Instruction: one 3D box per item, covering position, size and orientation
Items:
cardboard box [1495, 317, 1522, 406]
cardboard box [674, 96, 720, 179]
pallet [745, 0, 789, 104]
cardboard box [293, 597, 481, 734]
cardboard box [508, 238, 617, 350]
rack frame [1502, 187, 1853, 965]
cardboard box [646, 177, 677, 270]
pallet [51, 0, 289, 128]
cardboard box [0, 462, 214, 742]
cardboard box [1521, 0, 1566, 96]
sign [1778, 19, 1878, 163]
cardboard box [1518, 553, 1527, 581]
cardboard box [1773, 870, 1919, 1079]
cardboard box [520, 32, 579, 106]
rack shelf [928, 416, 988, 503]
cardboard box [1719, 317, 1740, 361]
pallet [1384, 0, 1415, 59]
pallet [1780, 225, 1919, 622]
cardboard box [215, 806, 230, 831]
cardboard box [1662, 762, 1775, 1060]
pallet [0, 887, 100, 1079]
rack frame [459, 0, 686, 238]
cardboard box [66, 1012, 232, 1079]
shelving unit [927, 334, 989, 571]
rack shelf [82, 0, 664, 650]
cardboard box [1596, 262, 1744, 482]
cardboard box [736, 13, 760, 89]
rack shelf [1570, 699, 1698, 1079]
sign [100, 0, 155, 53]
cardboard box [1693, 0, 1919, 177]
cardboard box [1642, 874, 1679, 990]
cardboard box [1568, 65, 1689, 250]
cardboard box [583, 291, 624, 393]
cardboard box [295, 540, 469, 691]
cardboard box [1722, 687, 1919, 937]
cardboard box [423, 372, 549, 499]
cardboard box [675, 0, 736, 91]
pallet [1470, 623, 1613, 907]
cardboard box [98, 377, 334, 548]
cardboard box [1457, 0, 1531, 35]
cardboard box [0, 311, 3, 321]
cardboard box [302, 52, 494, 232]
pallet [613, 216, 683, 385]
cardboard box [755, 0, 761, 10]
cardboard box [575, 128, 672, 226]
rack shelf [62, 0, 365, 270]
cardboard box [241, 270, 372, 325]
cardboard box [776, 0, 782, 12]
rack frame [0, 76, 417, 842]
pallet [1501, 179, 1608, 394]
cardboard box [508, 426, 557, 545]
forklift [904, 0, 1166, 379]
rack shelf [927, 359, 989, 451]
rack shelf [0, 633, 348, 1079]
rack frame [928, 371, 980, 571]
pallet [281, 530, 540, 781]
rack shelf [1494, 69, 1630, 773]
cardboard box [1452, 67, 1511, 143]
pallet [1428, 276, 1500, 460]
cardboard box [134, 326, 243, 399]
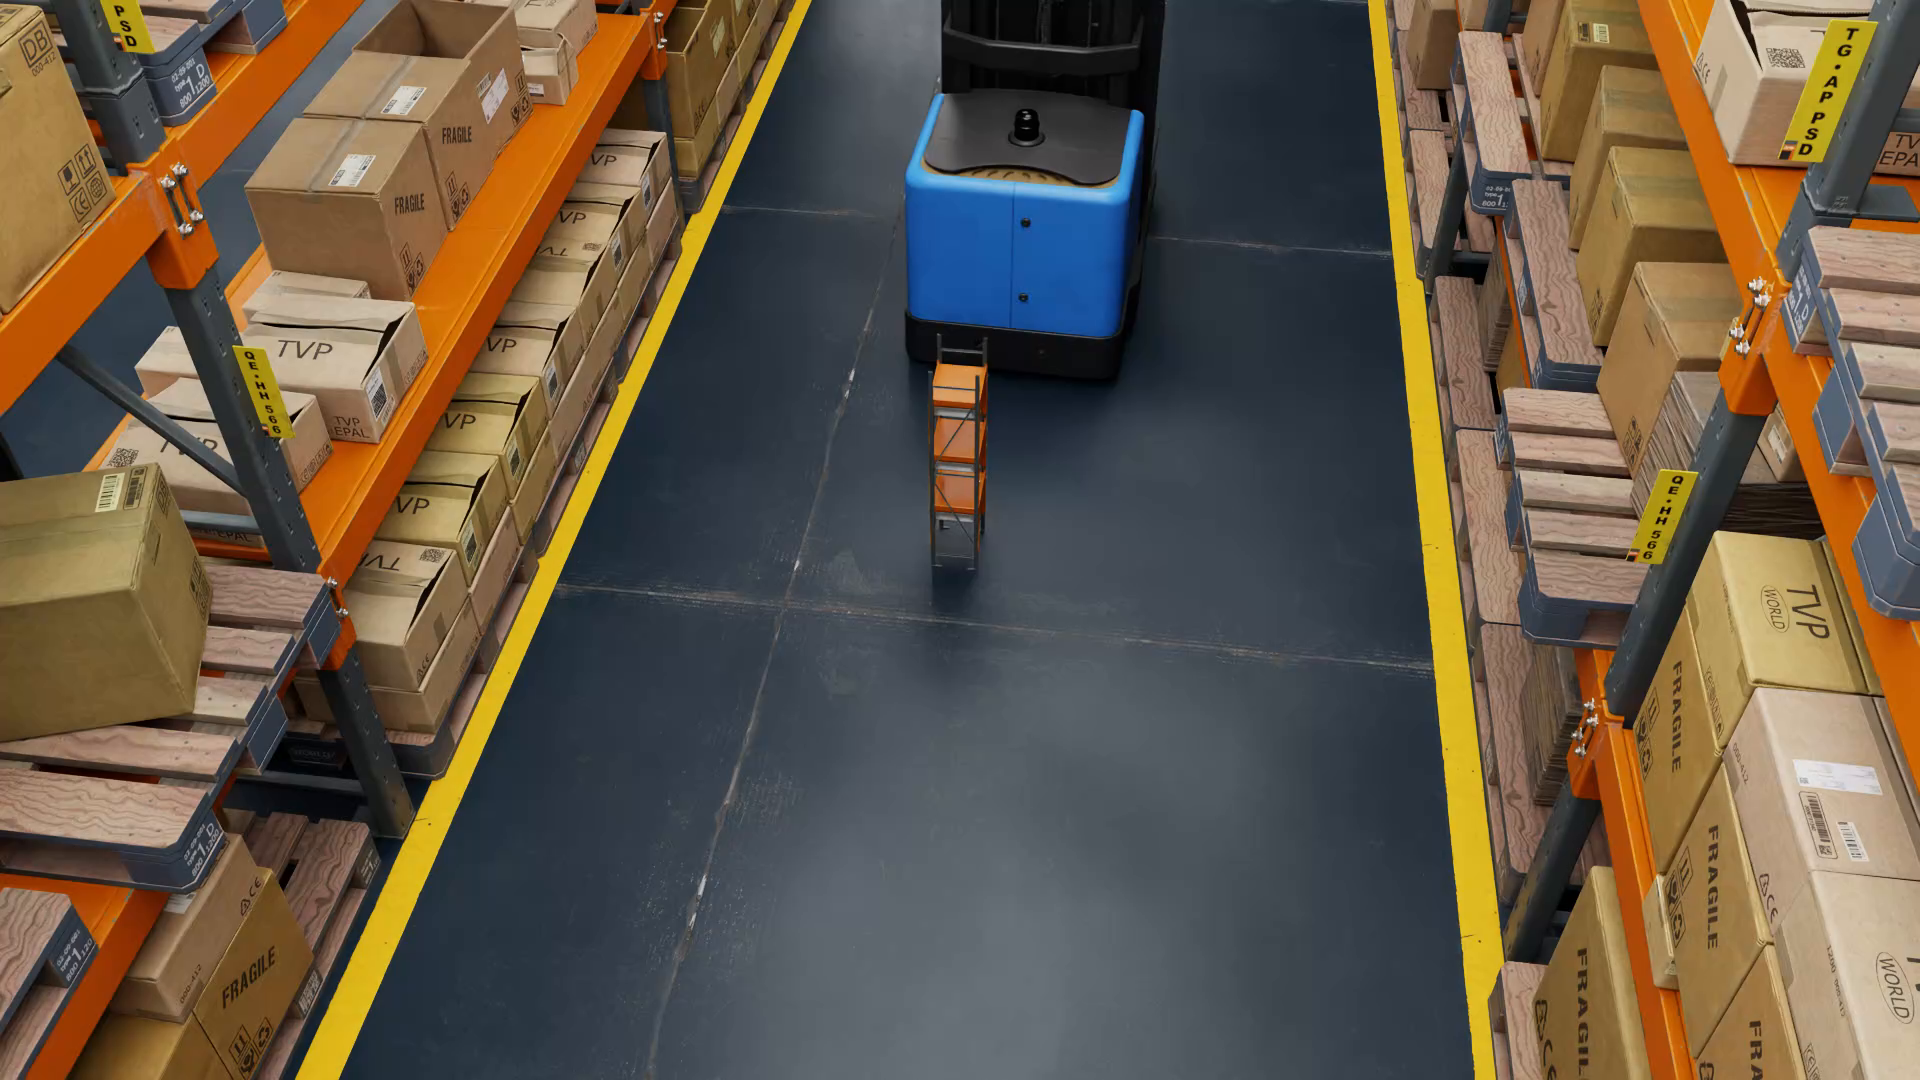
[{"bbox_3d":[2.813,-0.741,7.371,0.700,0.500,0.500,4,44,5],"label":"cardboard box"},{"bbox_3d":[-1.636,-2.239,9.150,0.500,0.250,0.500,5,44,6],"label":"cardboard box"},{"bbox_3d":[-1.693,-3.156,10.452,1.003,0.211,1.213,5,44,6],"label":"pallet"},{"bbox_3d":[-2.167,0.445,6.315,0.500,0.250,0.500,5,44,5],"label":"cardboard box"},{"bbox_3d":[-1.899,-1.157,7.599,0.500,0.311,0.500,5,44,5],"label":"cardboard box"},{"bbox_3d":[2.384,0.377,4.692,1.000,3.000,0.127,5,44,6],"label":"rack frame"},{"bbox_3d":[-1.766,-1.642,8.519,0.500,0.250,0.500,5,44,5],"label":"cardboard box"},{"bbox_3d":[-2.526,-1.562,4.696,1.213,0.211,1.003,7,44,7],"label":"pallet"},{"bbox_3d":[-2.499,0.180,4.522,0.700,0.500,0.500,-8,44,-9],"label":"cardboard box"},{"bbox_3d":[2.811,-2.201,7.023,0.700,0.500,0.500,5,44,6],"label":"cardboard box"},{"bbox_3d":[1.846,-0.950,3.537,0.100,0.325,0.005,5,44,6],"label":"sign"},{"bbox_3d":[2.648,-0.052,6.644,0.700,0.500,0.500,5,44,5],"label":"cardboard box"},{"bbox_3d":[1.935,0.947,3.242,0.500,0.250,0.500,6,44,6],"label":"cardboard box"},{"bbox_3d":[-1.933,-2.132,7.440,0.396,0.266,0.258,4,44,4],"label":"cardboard box"},{"bbox_3d":[-0.007,-0.337,6.880,0.215,0.259,0.240,5,44,6],"label":"rack shelf"},{"bbox_3d":[2.427,-0.513,4.768,0.380,0.149,0.250,-1,43,-2],"label":"cardboard box"},{"bbox_3d":[3.289,-3.460,10.773,1.003,0.211,1.213,5,44,6],"label":"pallet"},{"bbox_3d":[2.351,-0.200,3.257,1.213,0.211,1.003,7,44,7],"label":"pallet"},{"bbox_3d":[-2.871,0.962,5.573,0.500,0.500,0.500,7,44,7],"label":"cardboard box"},{"bbox_3d":[1.987,0.889,3.848,0.500,0.500,0.500,7,44,7],"label":"cardboard box"},{"bbox_3d":[-2.780,1.325,3.831,1.003,0.211,1.213,5,44,6],"label":"pallet"},{"bbox_3d":[-1.998,-2.797,8.044,1.000,3.000,0.127,5,44,6],"label":"rack frame"},{"bbox_3d":[-2.487,1.689,4.805,0.500,0.500,0.500,4,44,4],"label":"cardboard box"},{"bbox_3d":[-0.007,-0.345,6.873,0.215,1.050,0.252,5,44,6],"label":"shelving unit"},{"bbox_3d":[-2.263,-1.172,6.852,1.077,0.370,4.000,5,44,6],"label":"rack shelf"},{"bbox_3d":[2.483,-0.523,5.251,0.700,0.500,0.500,1,43,2],"label":"cardboard box"},{"bbox_3d":[-1.494,-2.920,9.869,0.500,0.250,0.500,5,44,6],"label":"cardboard box"},{"bbox_3d":[2.119,2.001,3.500,1.077,0.370,4.000,5,44,6],"label":"rack shelf"},{"bbox_3d":[-1.990,-1.297,3.902,0.100,0.325,0.005,5,44,6],"label":"sign"},{"bbox_3d":[2.211,-1.202,4.229,0.500,0.311,0.500,5,44,6],"label":"cardboard box"},{"bbox_3d":[1.950,1.009,4.193,0.380,0.149,0.250,6,44,7],"label":"cardboard box"},{"bbox_3d":[2.674,-1.369,6.144,0.700,0.500,0.500,11,45,11],"label":"cardboard box"},{"bbox_3d":[-1.902,-0.948,7.787,0.500,0.250,0.500,6,44,6],"label":"cardboard box"},{"bbox_3d":[-2.167,0.242,6.122,0.500,0.311,0.500,7,44,7],"label":"cardboard box"},{"bbox_3d":[1.998,0.606,3.602,0.500,0.250,0.500,5,44,5],"label":"cardboard box"},{"bbox_3d":[-2.036,-0.465,6.868,0.500,0.311,0.500,4,44,4],"label":"cardboard box"},{"bbox_3d":[-1.568,-2.852,9.252,0.500,0.500,0.500,5,44,6],"label":"cardboard box"},{"bbox_3d":[2.488,0.857,6.213,1.003,0.211,1.213,5,44,6],"label":"pallet"},{"bbox_3d":[-2.436,-0.282,5.453,0.500,0.311,0.500,8,44,8],"label":"cardboard box"},{"bbox_3d":[2.675,-2.652,7.986,0.500,0.250,0.500,5,44,6],"label":"cardboard box"},{"bbox_3d":[-2.619,-0.548,3.415,0.910,0.500,0.500,5,44,6],"label":"cardboard box"},{"bbox_3d":[-2.252,-1.611,6.719,0.500,0.500,0.500,5,44,6],"label":"cardboard box"},{"bbox_3d":[-2.057,-1.278,8.469,1.003,0.211,1.213,5,44,6],"label":"pallet"},{"bbox_3d":[-1.430,-3.533,9.971,0.500,0.500,0.500,5,44,6],"label":"cardboard box"},{"bbox_3d":[-1.768,-1.852,8.333,0.500,0.311,0.500,5,44,6],"label":"cardboard box"},{"bbox_3d":[-2.263,-2.262,5.821,1.077,0.370,4.000,5,44,6],"label":"rack shelf"},{"bbox_3d":[-2.414,-0.854,6.175,0.380,0.149,0.250,8,44,9],"label":"cardboard box"},{"bbox_3d":[-1.366,-3.602,10.589,0.500,0.250,0.500,5,44,6],"label":"cardboard box"},{"bbox_3d":[-2.527,-0.071,5.165,1.000,3.000,0.127,5,44,6],"label":"rack frame"},{"bbox_3d":[2.605,-0.906,6.187,1.003,0.211,1.213,5,44,6],"label":"pallet"},{"bbox_3d":[-2.038,-0.252,7.051,0.500,0.250,0.500,4,44,4],"label":"cardboard box"},{"bbox_3d":[0.492,-2.858,8.159,1.130,2.935,3.031,7,44,7],"label":"forklift"},{"bbox_3d":[-0.007,-0.543,6.685,0.215,0.259,0.240,5,44,6],"label":"rack shelf"},{"bbox_3d":[-2.792,1.554,3.973,1.077,0.370,4.000,5,44,6],"label":"rack shelf"},{"bbox_3d":[-0.023,-0.262,6.785,0.200,1.050,0.008,5,44,6],"label":"rack frame"},{"bbox_3d":[-2.380,0.384,6.713,1.003,0.211,1.213,5,44,6],"label":"pallet"},{"bbox_3d":[2.648,-0.725,6.379,1.077,0.370,4.000,5,44,6],"label":"rack shelf"},{"bbox_3d":[3.010,-2.312,9.030,0.500,0.500,0.500,2,43,2],"label":"cardboard box"},{"bbox_3d":[2.811,-0.806,7.969,1.003,0.211,1.213,5,44,6],"label":"pallet"},{"bbox_3d":[-2.682,-0.617,5.925,0.380,0.149,0.250,5,44,6],"label":"cardboard box"}]
